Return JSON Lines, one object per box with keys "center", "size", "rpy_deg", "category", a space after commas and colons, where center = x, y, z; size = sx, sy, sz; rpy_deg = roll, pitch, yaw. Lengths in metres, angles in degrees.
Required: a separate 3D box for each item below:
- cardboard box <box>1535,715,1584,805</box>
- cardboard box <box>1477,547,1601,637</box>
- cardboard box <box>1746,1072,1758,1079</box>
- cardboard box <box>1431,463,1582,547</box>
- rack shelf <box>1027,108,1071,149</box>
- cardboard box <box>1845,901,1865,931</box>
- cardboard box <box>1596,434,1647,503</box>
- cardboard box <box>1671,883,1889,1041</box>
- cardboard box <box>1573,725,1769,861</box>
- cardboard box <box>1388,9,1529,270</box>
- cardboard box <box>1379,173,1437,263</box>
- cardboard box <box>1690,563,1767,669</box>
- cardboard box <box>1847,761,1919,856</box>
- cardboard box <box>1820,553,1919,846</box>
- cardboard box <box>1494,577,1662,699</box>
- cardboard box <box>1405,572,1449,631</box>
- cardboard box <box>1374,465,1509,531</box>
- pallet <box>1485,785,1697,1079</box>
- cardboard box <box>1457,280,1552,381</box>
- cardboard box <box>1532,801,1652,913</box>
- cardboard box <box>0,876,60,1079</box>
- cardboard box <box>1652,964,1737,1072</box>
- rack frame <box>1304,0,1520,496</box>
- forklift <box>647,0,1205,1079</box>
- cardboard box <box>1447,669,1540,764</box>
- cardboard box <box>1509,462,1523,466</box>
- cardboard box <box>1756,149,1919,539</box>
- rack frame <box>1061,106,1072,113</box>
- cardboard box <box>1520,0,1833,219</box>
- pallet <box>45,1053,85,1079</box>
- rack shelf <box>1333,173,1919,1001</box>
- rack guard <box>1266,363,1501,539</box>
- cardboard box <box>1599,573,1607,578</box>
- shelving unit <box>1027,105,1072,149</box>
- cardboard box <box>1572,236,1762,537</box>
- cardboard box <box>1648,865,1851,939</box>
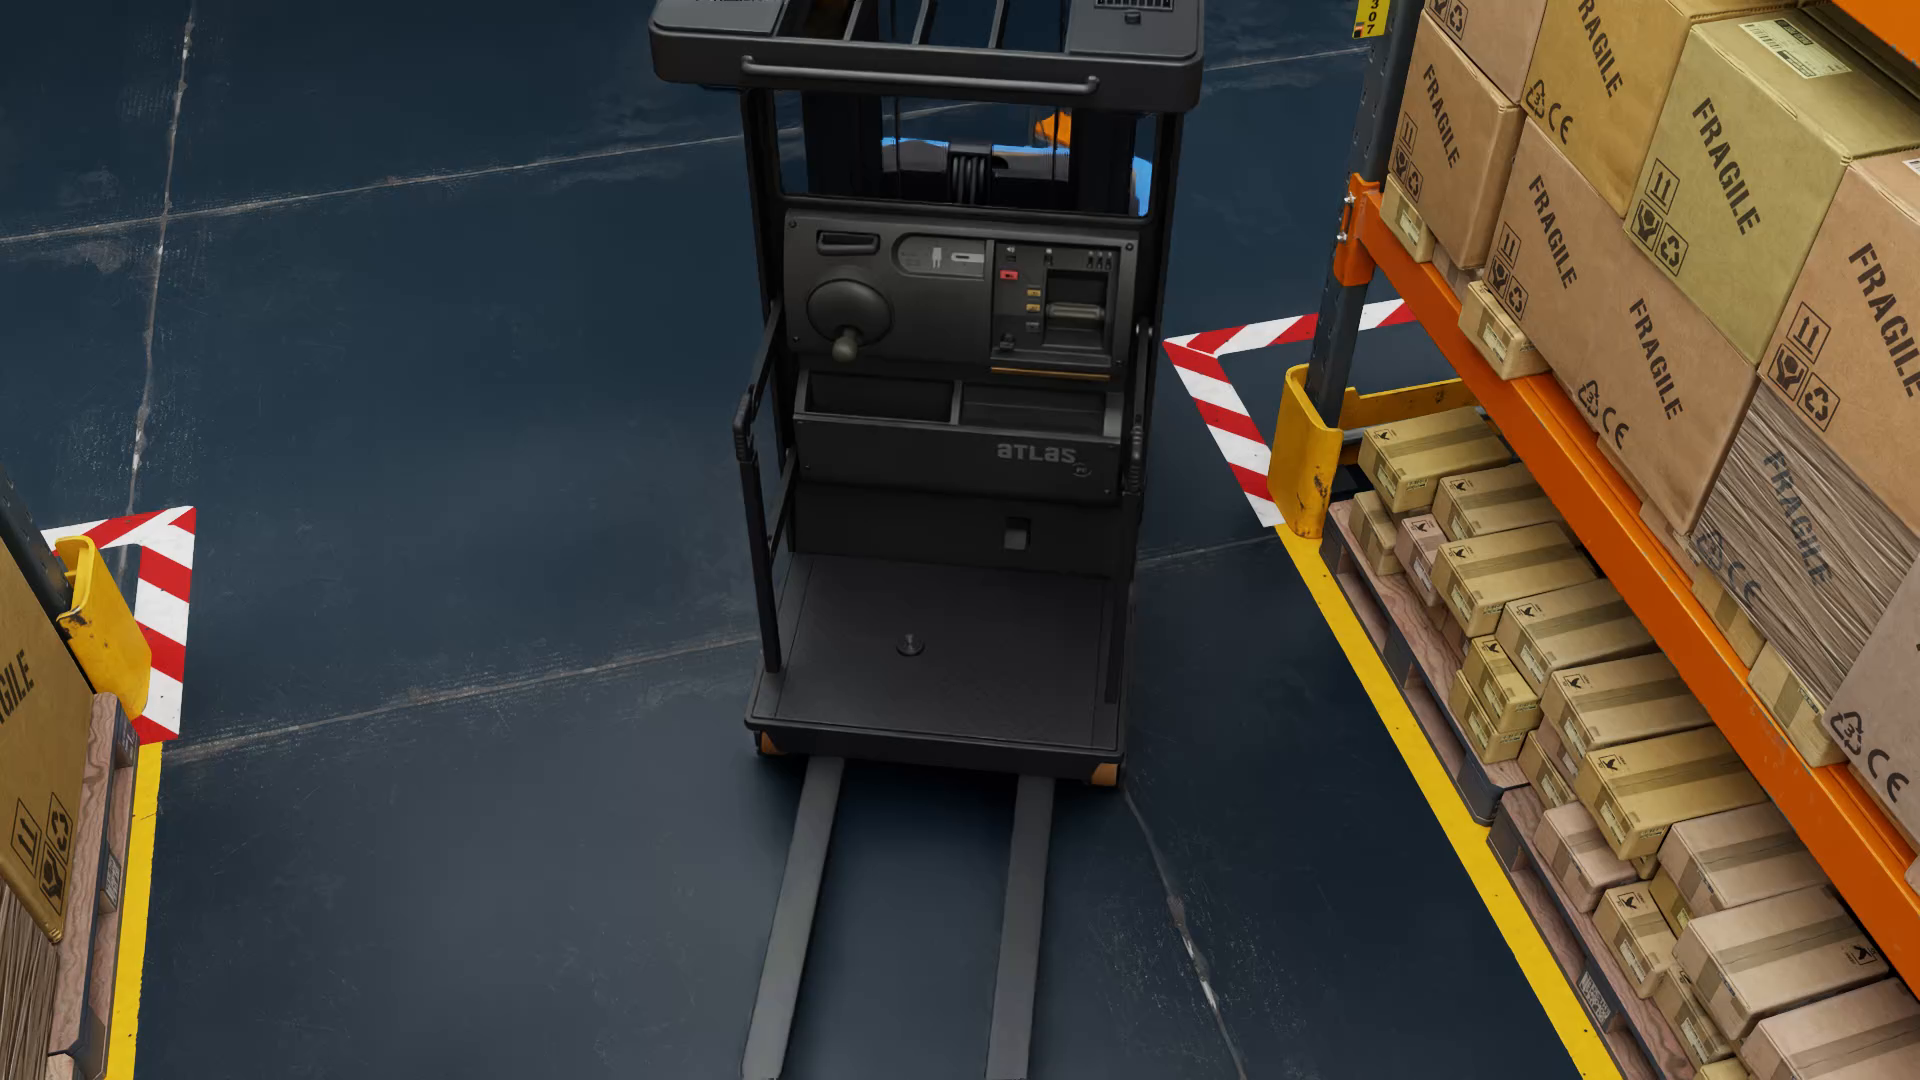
{"center": [1.840, 0.550, 4.604], "size": [0.380, 0.149, 0.250], "rpy_deg": [-13, 47, -12], "category": "cardboard box"}
{"center": [1.719, 0.188, 4.960], "size": [0.380, 0.149, 0.250], "rpy_deg": [-10, 46, -10], "category": "cardboard box"}
{"center": [2.085, 1.299, 3.870], "size": [0.380, 0.149, 0.250], "rpy_deg": [-10, 46, -9], "category": "cardboard box"}
{"center": [1.662, -0.085, 5.019], "size": [0.380, 0.149, 0.250], "rpy_deg": [-10, 46, -10], "category": "cardboard box"}
{"center": [0.390, -1.398, 5.831], "size": [0.258, 0.103, 0.180], "rpy_deg": [31, 46, 27], "category": "rack shelf"}
{"center": [2.398, 0.927, 4.444], "size": [0.380, 0.149, 0.250], "rpy_deg": [-9, 46, -9], "category": "cardboard box"}
{"center": [1.802, -0.239, 4.060], "size": [0.380, 0.149, 0.250], "rpy_deg": [-11, 47, -11], "category": "cardboard box"}
{"center": [1.946, 0.999, 3.956], "size": [0.380, 0.149, 0.250], "rpy_deg": [-12, 47, -12], "category": "cardboard box"}
{"center": [1.831, 0.651, 4.297], "size": [0.380, 0.149, 0.250], "rpy_deg": [-10, 46, -10], "category": "cardboard box"}
{"center": [1.517, -1.099, 4.448], "size": [0.500, 0.500, 0.500], "rpy_deg": [-9, 46, -8], "category": "cardboard box"}
{"center": [1.435, -0.948, 4.755], "size": [0.380, 0.149, 0.250], "rpy_deg": [-11, 47, -11], "category": "cardboard box"}
{"center": [1.884, 0.119, 3.709], "size": [0.380, 0.149, 0.250], "rpy_deg": [-9, 46, -9], "category": "cardboard box"}
{"center": [2.058, 0.472, 3.363], "size": [0.380, 0.149, 0.250], "rpy_deg": [-11, 47, -11], "category": "cardboard box"}
{"center": [2.039, 0.318, 3.060], "size": [0.500, 0.500, 0.500], "rpy_deg": [-11, 47, -11], "category": "cardboard box"}
{"center": [1.746, 0.268, 4.672], "size": [0.380, 0.149, 0.250], "rpy_deg": [-13, 47, -12], "category": "cardboard box"}
{"center": [1.640, 0.117, 5.237], "size": [0.380, 0.149, 0.250], "rpy_deg": [-11, 47, -10], "category": "cardboard box"}
{"center": [1.555, -0.165, 5.305], "size": [0.380, 0.149, 0.250], "rpy_deg": [-9, 46, -9], "category": "cardboard box"}
{"center": [2.171, 1.117, 4.508], "size": [1.003, 0.211, 1.213], "rpy_deg": [-11, 47, -10], "category": "pallet"}
{"center": [1.558, -0.585, 4.399], "size": [0.380, 0.149, 0.250], "rpy_deg": [-12, 47, -11], "category": "cardboard box"}
{"center": [1.807, 0.830, 4.538], "size": [0.380, 0.149, 0.250], "rpy_deg": [-13, 47, -12], "category": "cardboard box"}
{"center": [-2.677, 1.169, 3.697], "size": [0.875, 0.875, 0.875], "rpy_deg": [-11, 47, -10], "category": "cardboard box"}
{"center": [1.997, 1.177, 4.198], "size": [0.380, 0.149, 0.250], "rpy_deg": [-10, 46, -10], "category": "cardboard box"}
{"center": [1.669, -1.320, 4.943], "size": [1.000, 3.000, 0.127], "rpy_deg": [-11, 47, -10], "category": "rack frame"}
{"center": [-0.026, -0.551, 4.237], "size": [1.130, 2.935, 3.031], "rpy_deg": [5, 46, 5], "category": "forklift"}
{"center": [1.670, 0.484, 4.878], "size": [0.380, 0.149, 0.250], "rpy_deg": [-10, 46, -10], "category": "cardboard box"}
{"center": [2.006, -0.144, 5.493], "size": [0.380, 0.149, 0.250], "rpy_deg": [-10, 46, -10], "category": "cardboard box"}
{"center": [1.909, -0.389, 3.053], "size": [0.500, 0.500, 0.500], "rpy_deg": [-12, 47, -12], "category": "cardboard box"}
{"center": [0.425, -1.201, 6.091], "size": [0.240, 1.200, 0.006], "rpy_deg": [31, 46, 27], "category": "rack frame"}
{"center": [1.663, -1.103, 3.753], "size": [0.500, 0.500, 0.500], "rpy_deg": [-9, 46, -9], "category": "cardboard box"}
{"center": [-2.562, 1.872, 3.768], "size": [1.003, 0.211, 1.213], "rpy_deg": [-11, 47, -10], "category": "pallet"}
{"center": [2.181, 0.313, 3.847], "size": [1.077, 0.370, 4.000], "rpy_deg": [-11, 47, -10], "category": "rack shelf"}
{"center": [1.689, -0.393, 5.785], "size": [1.175, 0.500, 0.348], "rpy_deg": [-11, 47, -10], "category": "rack guard"}
{"center": [2.154, 0.213, 5.143], "size": [0.380, 0.149, 0.250], "rpy_deg": [-11, 47, -11], "category": "cardboard box"}
{"center": [0.367, -1.159, 6.035], "size": [0.258, 1.200, 0.189], "rpy_deg": [31, 46, 27], "category": "shelving unit"}
{"center": [1.792, -0.393, 3.757], "size": [0.500, 0.500, 0.500], "rpy_deg": [-10, 46, -10], "category": "cardboard box"}
{"center": [2.009, 0.918, 4.243], "size": [0.380, 0.149, 0.250], "rpy_deg": [-9, 46, -8], "category": "cardboard box"}
